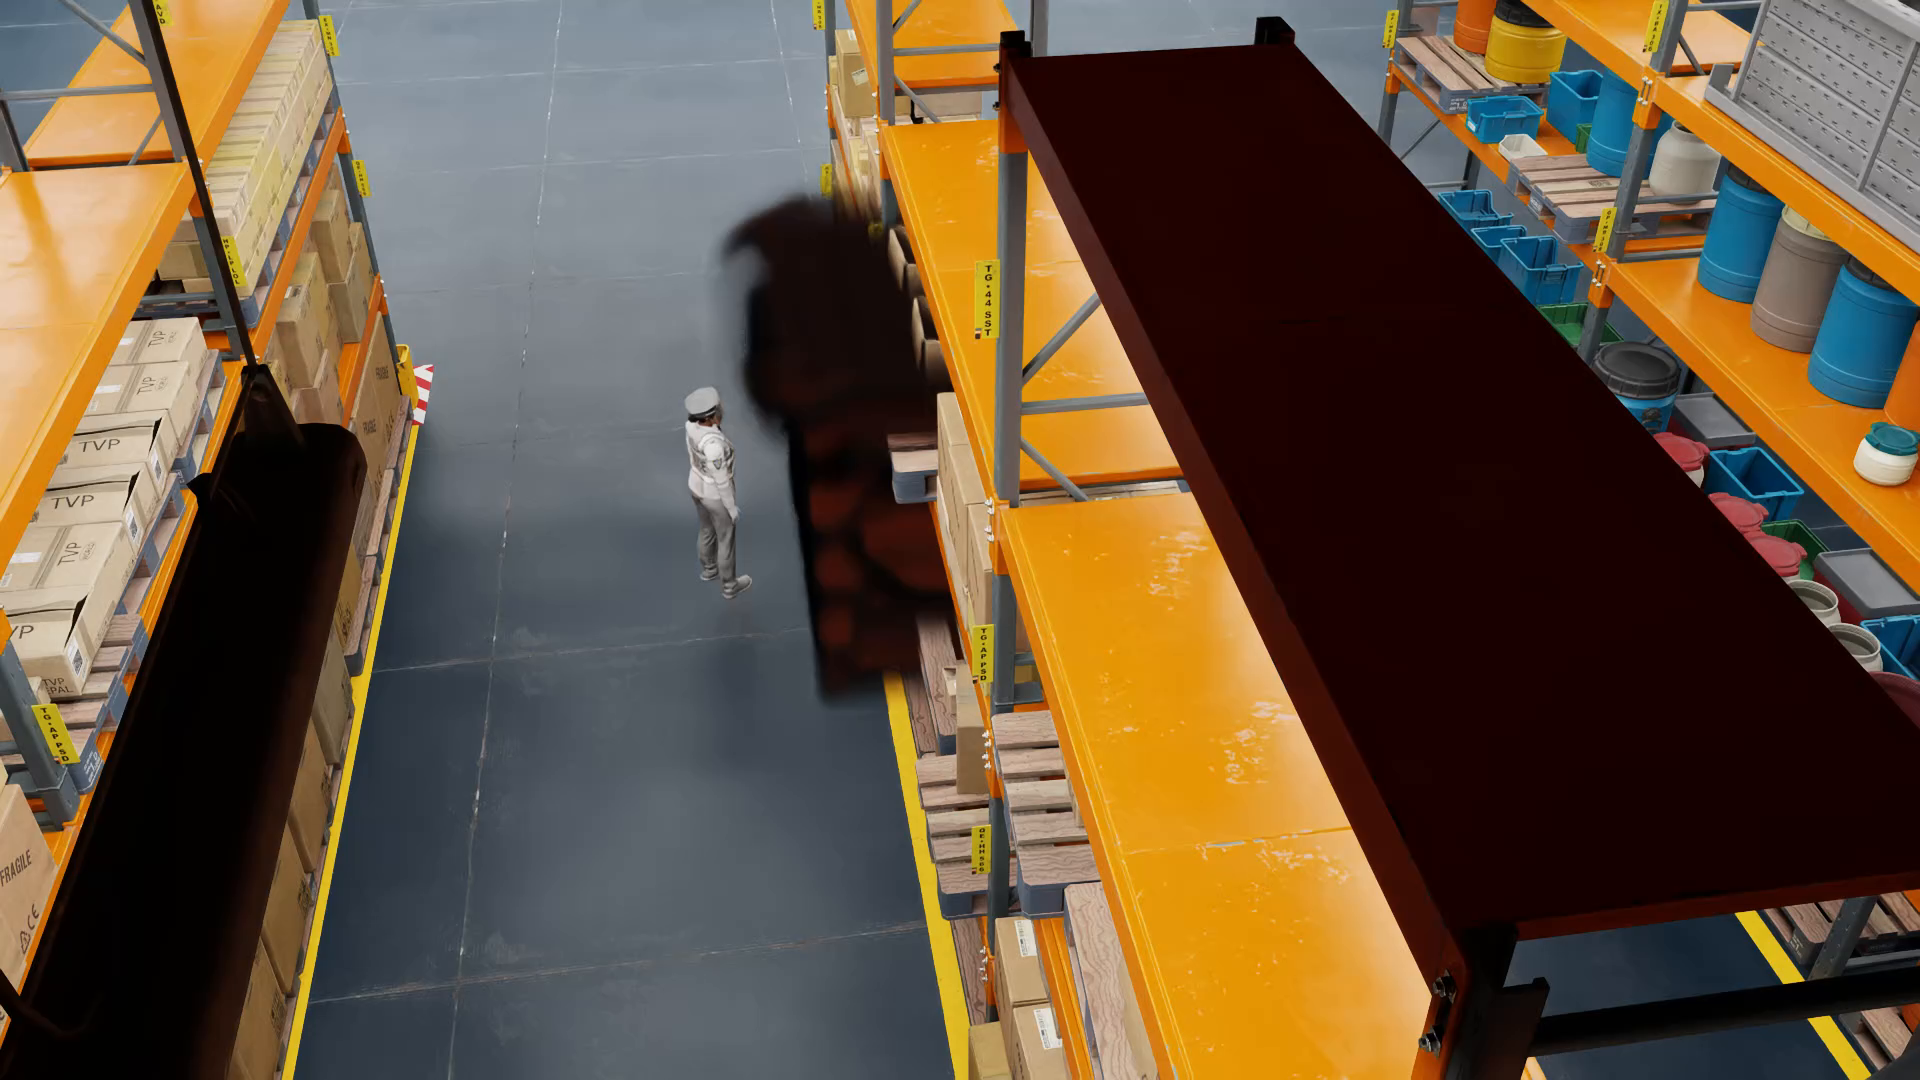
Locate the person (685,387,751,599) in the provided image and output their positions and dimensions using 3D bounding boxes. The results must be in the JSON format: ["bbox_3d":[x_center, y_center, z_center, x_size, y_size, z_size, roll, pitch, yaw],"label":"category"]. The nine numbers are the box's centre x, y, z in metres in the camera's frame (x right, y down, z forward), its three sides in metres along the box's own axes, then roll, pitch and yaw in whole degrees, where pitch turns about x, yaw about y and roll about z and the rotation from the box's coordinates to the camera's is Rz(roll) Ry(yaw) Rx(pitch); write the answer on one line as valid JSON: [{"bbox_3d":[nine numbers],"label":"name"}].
[{"bbox_3d":[-1.763,-0.347,11.989,0.350,1.689,0.509,-25,43,-30],"label":"person"}]
